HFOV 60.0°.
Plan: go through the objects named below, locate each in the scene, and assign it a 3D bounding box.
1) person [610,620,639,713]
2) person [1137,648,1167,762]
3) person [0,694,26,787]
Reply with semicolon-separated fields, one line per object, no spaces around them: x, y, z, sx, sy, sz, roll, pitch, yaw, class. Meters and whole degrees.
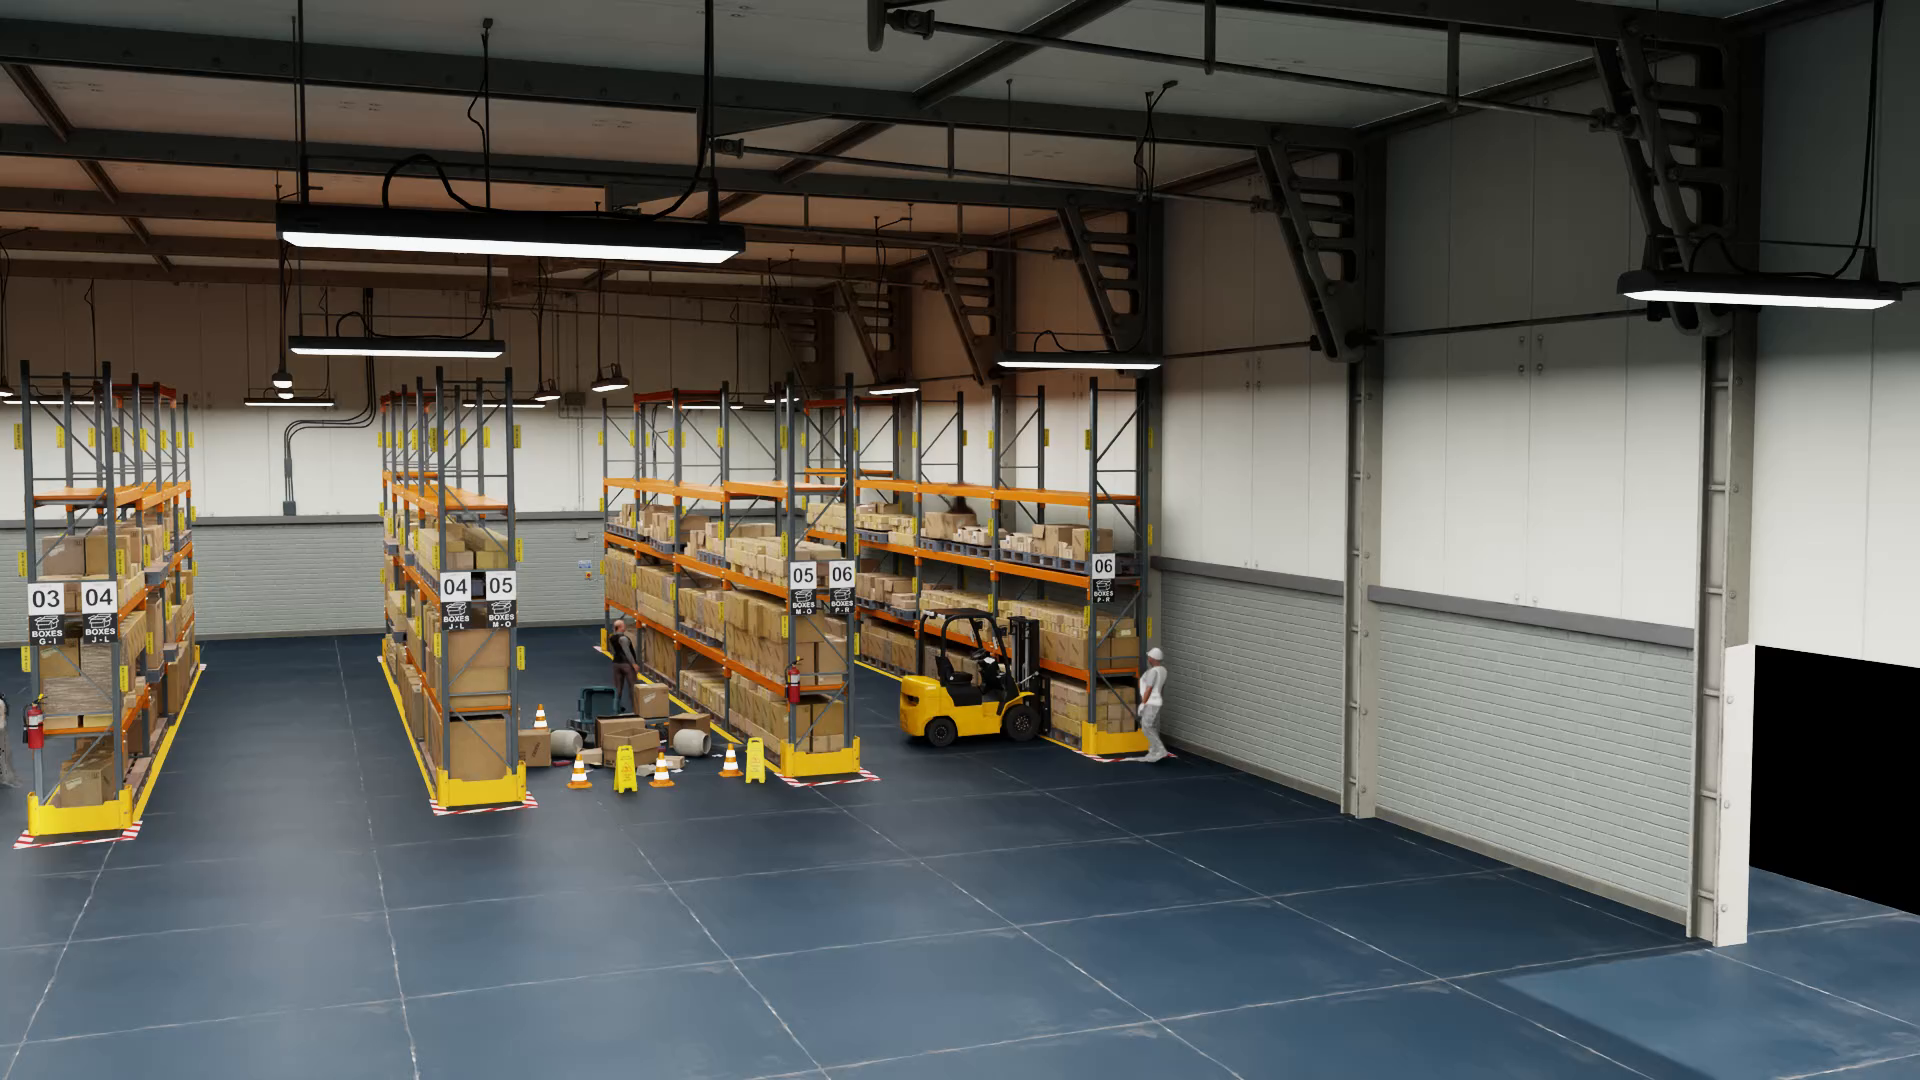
-6.120;2.317;30.468;0.620;1.713;0.489;2;4;31;person
2.976;2.555;25.736;0.474;1.789;0.634;0;3;6;person
-13.812;2.748;23.769;0.528;1.712;0.616;1;3;9;person
